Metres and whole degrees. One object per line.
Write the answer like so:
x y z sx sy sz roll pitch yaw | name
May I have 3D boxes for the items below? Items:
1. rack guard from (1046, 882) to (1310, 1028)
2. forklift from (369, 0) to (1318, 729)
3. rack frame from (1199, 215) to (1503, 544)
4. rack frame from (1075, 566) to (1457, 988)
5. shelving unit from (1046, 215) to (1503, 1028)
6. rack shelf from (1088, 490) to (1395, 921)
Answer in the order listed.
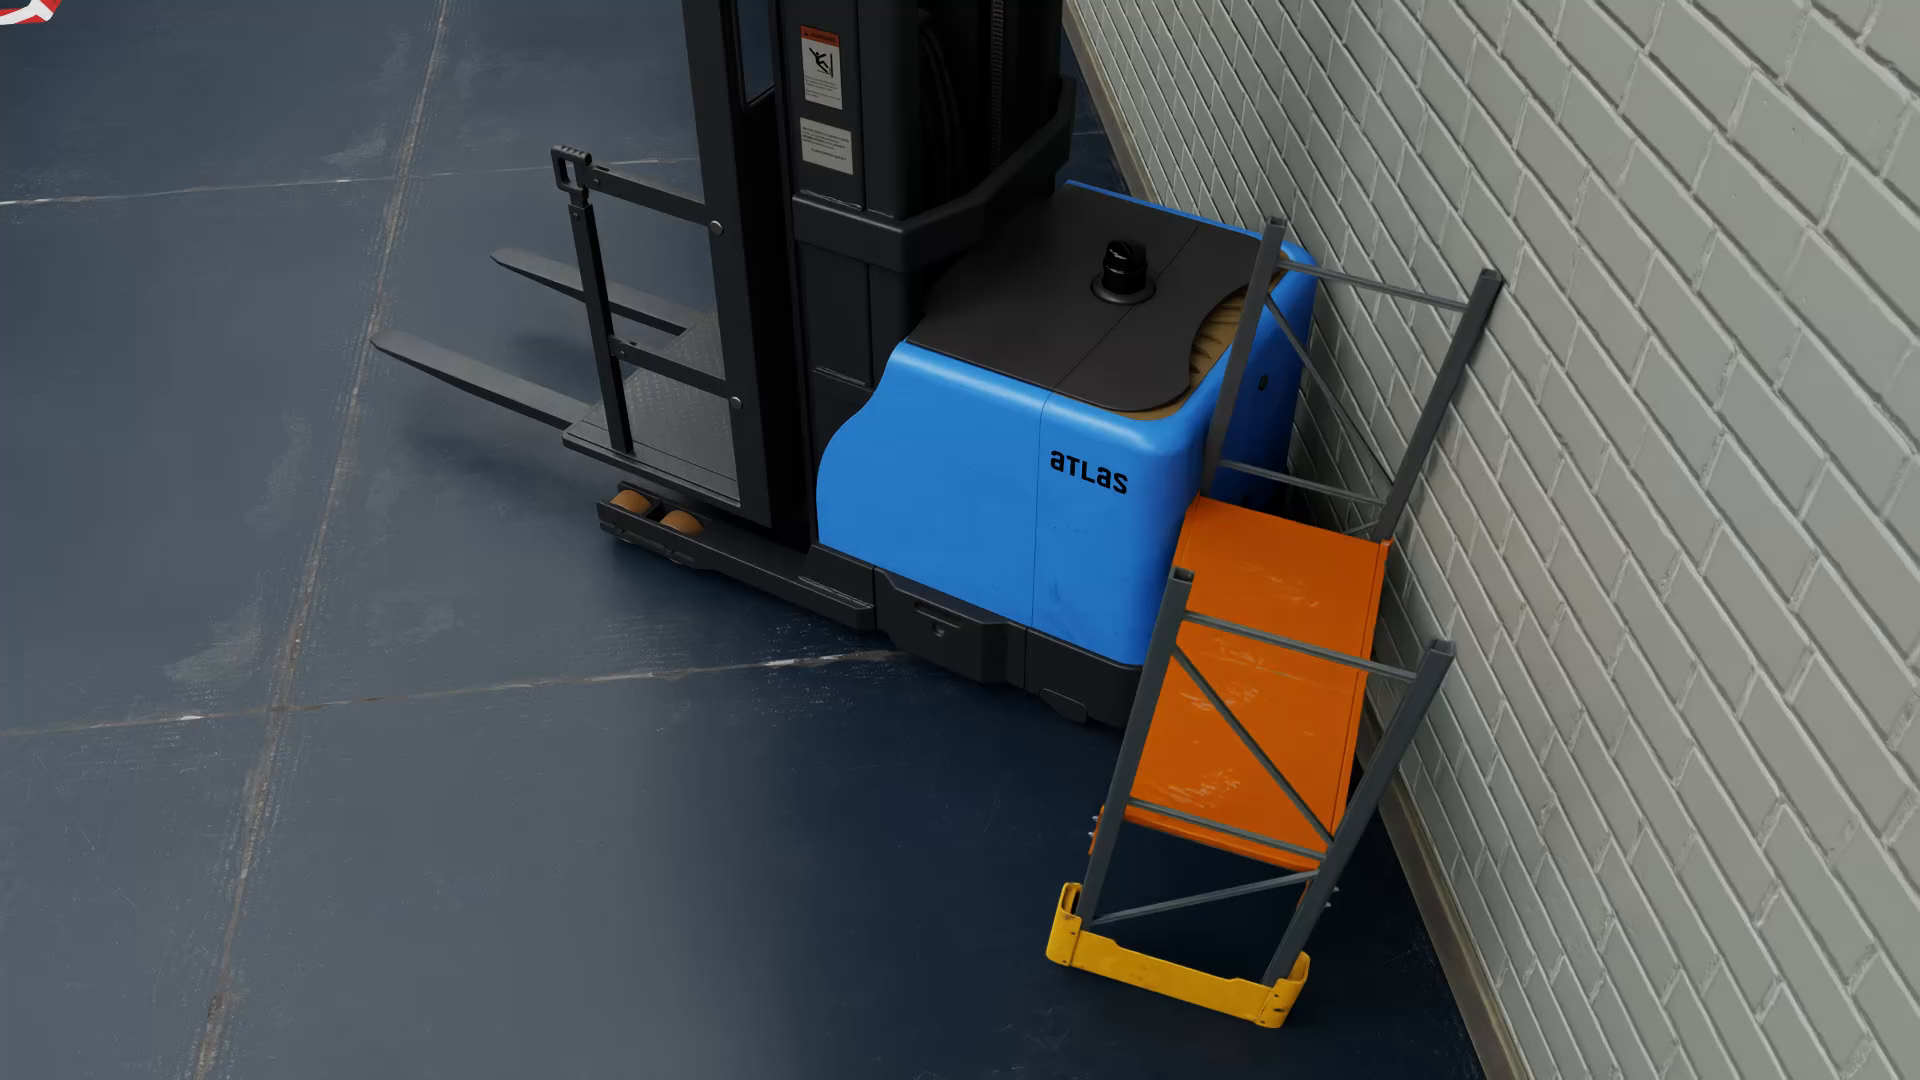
0.505 0.983 3.927 0.587 0.250 0.087 15 51 7 | rack guard
-0.542 -1.297 4.500 3.031 2.935 1.130 21 46 22 | forklift
0.835 -0.137 4.074 0.500 1.500 0.032 15 51 7 | rack frame
0.547 0.599 3.435 0.500 1.500 0.032 15 51 7 | rack frame
0.694 0.224 3.760 0.587 1.500 1.083 15 51 7 | shelving unit
0.678 0.345 3.893 0.538 0.185 1.000 15 51 7 | rack shelf
